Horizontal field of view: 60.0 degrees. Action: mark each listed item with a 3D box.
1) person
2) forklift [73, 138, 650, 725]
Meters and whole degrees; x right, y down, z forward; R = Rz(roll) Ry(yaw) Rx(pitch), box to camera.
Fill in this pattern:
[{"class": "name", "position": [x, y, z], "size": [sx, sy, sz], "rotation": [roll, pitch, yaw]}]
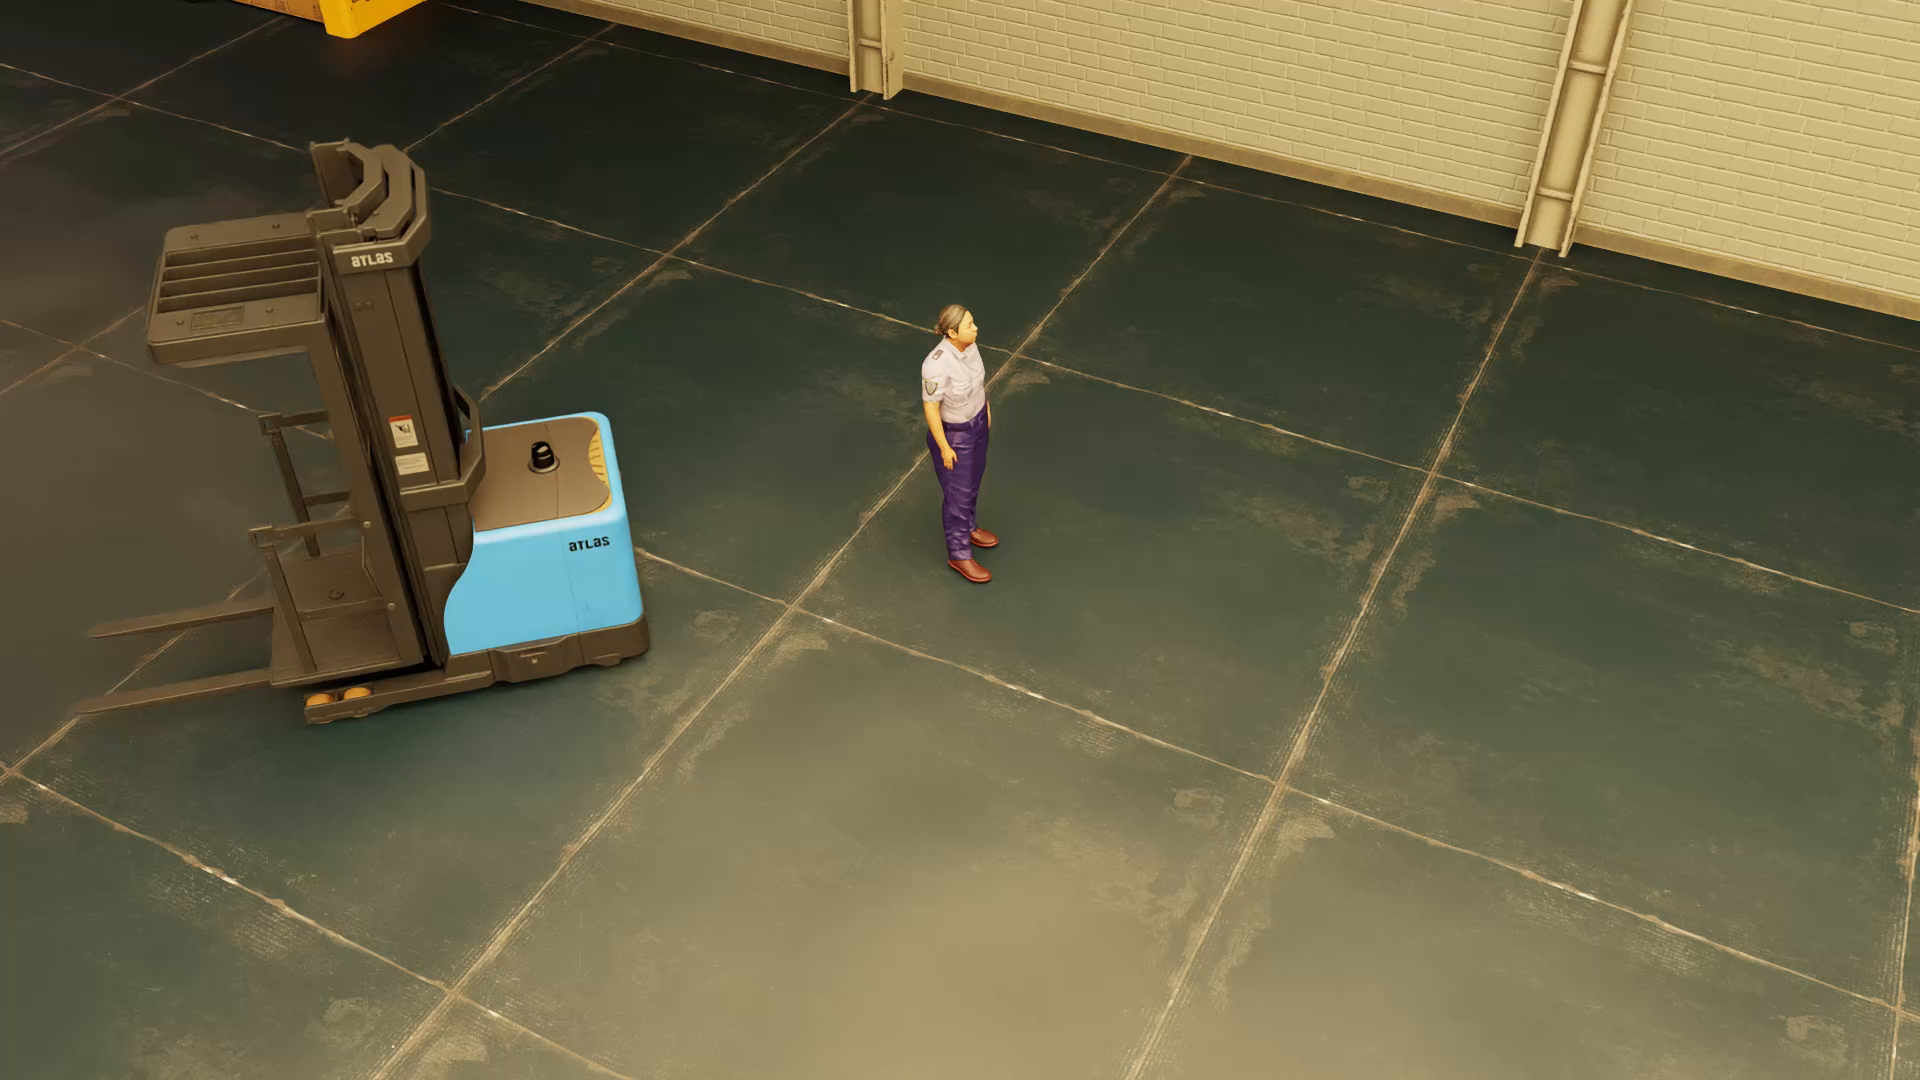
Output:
[{"class": "person", "position": [0.069, -0.597, 9.679], "size": [0.503, 1.651, 0.598], "rotation": [18, 43, 21]}, {"class": "forklift", "position": [-3.337, -0.497, 8.577], "size": [3.031, 2.935, 1.130], "rotation": [-10, 41, -12]}]
